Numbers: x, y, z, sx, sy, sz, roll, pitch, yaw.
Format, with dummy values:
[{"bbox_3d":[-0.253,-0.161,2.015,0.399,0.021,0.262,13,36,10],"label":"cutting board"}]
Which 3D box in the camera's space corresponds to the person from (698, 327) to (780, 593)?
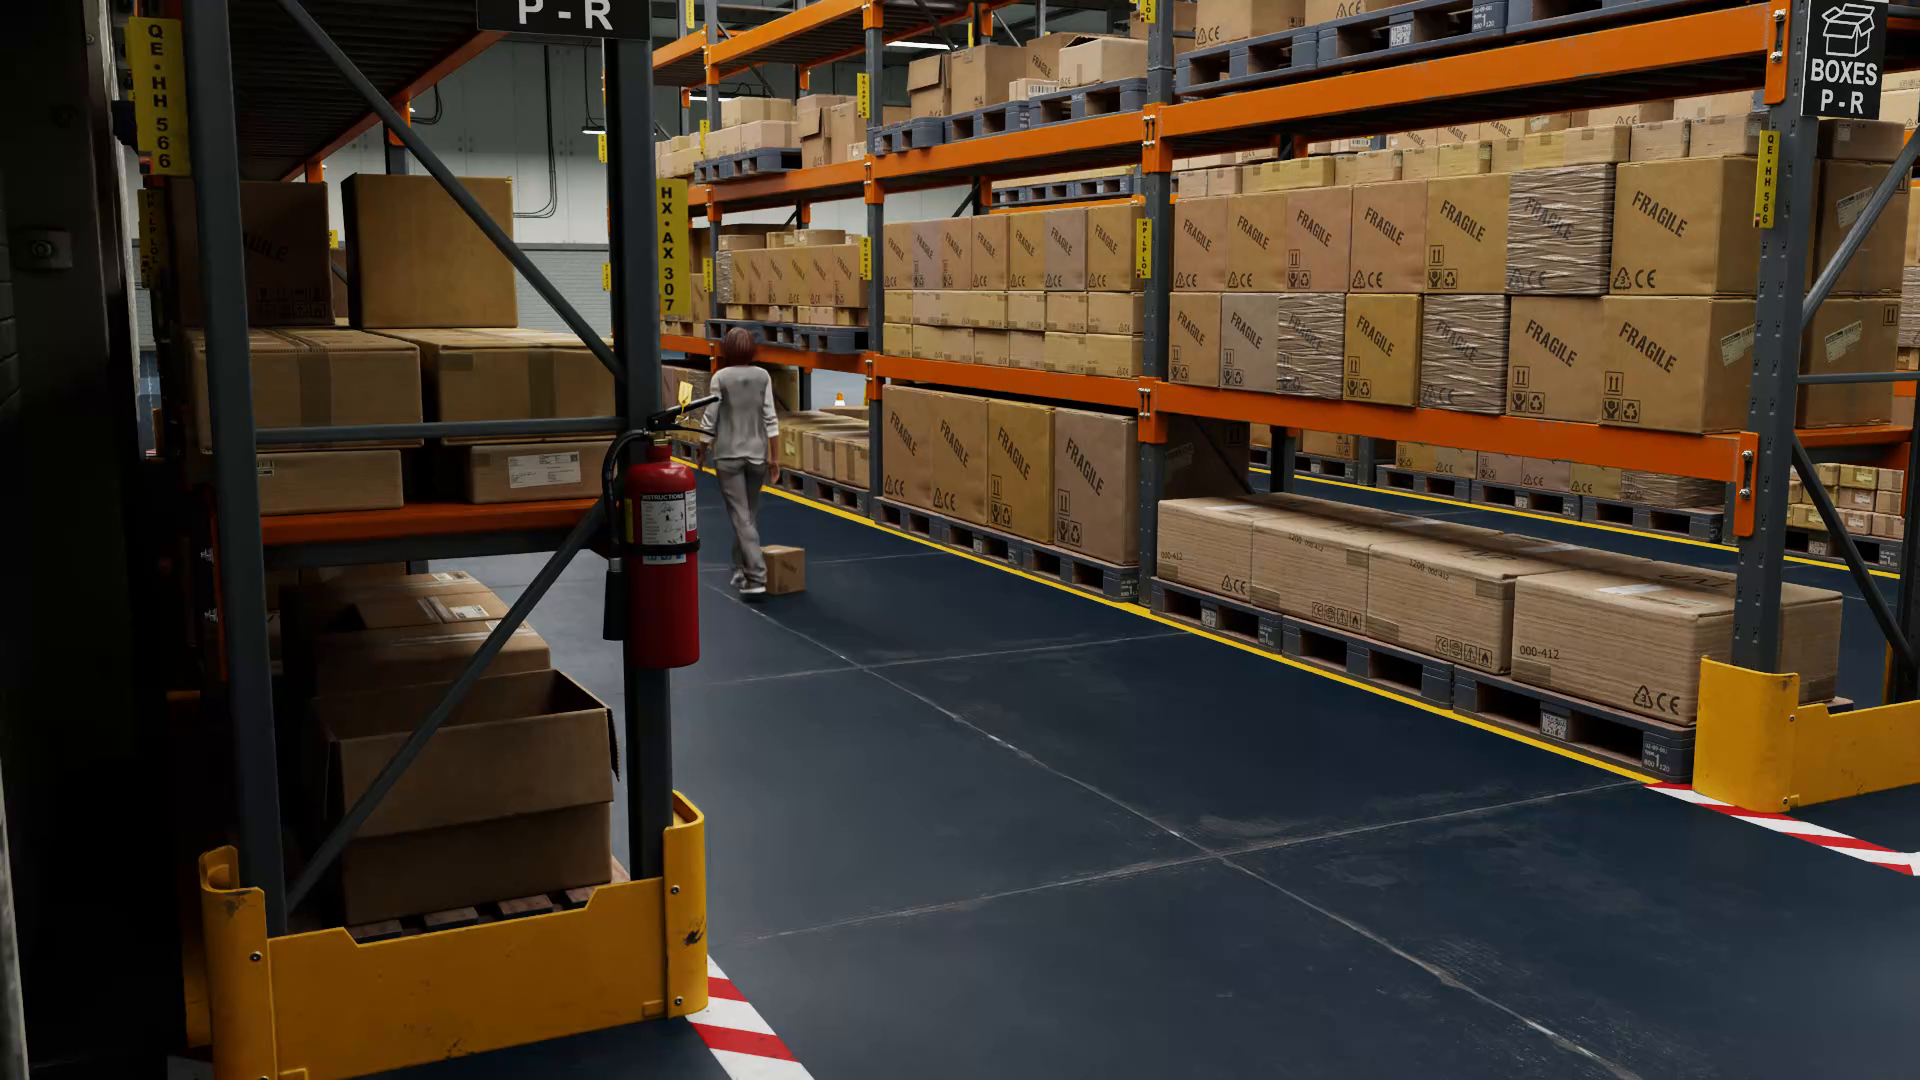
[{"bbox_3d":[-1.333,-0.457,9.891,0.427,1.617,0.755,-5,10,-32],"label":"person"}]
